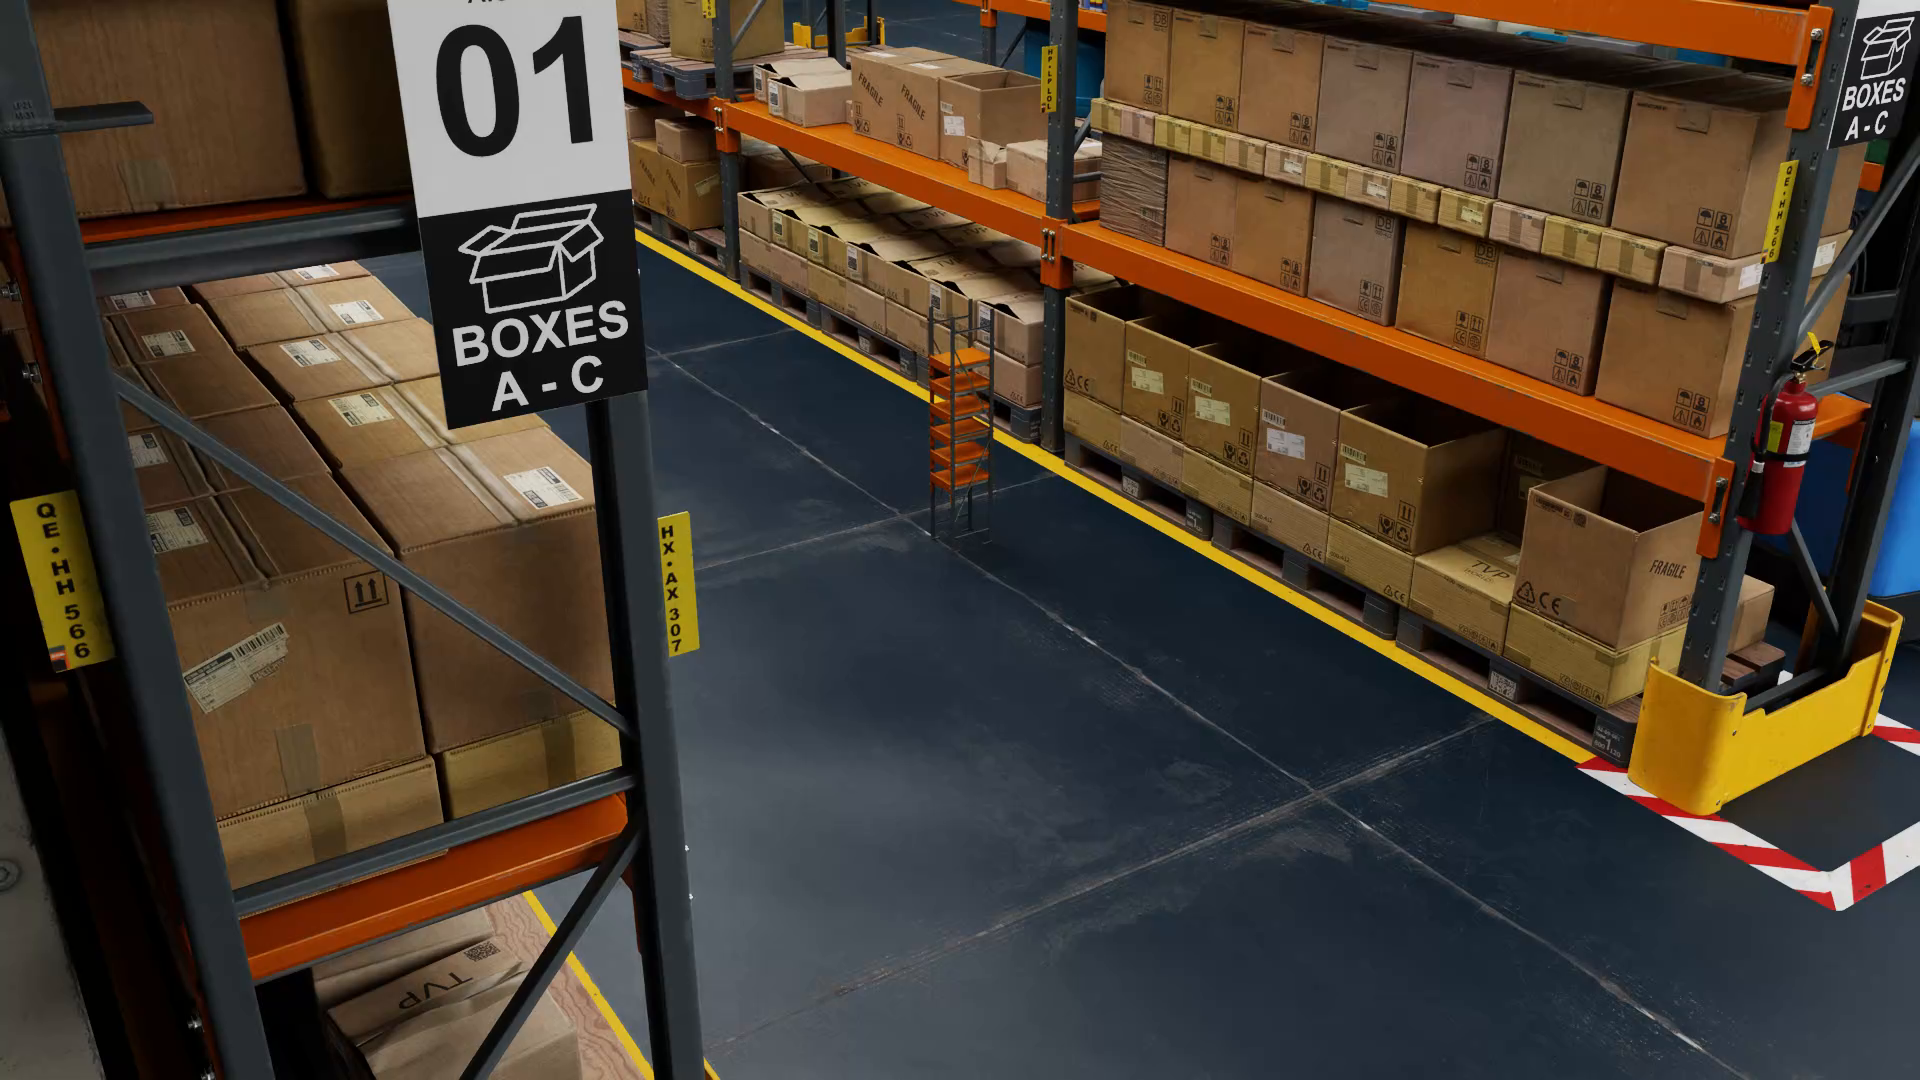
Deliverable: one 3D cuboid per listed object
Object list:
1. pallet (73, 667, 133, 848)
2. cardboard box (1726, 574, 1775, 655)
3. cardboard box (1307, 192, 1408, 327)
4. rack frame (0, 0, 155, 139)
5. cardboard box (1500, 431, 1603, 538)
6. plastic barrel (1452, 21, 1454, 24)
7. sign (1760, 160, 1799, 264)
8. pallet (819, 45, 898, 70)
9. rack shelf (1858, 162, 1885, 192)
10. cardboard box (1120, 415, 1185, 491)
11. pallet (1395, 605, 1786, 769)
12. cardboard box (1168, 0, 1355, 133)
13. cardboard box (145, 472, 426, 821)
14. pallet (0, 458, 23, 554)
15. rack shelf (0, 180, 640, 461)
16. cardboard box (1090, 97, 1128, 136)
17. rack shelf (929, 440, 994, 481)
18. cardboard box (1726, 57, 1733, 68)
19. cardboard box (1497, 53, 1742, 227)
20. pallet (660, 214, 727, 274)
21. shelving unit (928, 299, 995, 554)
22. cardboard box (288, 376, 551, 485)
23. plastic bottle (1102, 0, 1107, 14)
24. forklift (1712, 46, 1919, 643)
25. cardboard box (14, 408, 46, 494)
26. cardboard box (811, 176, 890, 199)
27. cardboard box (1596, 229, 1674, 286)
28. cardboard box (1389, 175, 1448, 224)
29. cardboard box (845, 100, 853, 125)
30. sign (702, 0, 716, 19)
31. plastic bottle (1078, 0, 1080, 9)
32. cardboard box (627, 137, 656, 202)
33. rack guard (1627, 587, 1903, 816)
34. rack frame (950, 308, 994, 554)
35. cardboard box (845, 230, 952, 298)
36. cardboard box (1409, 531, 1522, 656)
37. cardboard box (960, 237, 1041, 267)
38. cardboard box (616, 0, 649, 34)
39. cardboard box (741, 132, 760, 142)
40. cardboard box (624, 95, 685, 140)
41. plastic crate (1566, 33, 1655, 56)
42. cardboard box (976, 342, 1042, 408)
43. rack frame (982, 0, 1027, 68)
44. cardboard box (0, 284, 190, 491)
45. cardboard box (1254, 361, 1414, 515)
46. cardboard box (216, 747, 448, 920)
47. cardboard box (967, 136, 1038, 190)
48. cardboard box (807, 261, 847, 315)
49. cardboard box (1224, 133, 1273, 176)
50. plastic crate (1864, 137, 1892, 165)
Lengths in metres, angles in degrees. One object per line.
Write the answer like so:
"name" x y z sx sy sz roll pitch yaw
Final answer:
"pallet" -2.849 0.679 6.564 1.003 0.211 1.213 -16 29 -30
"cardboard box" 2.980 0.271 6.891 0.500 0.250 0.500 -16 29 -30
"cardboard box" 1.995 -1.307 7.388 0.700 0.500 0.500 -15 29 -28
"rack frame" -1.062 -2.096 2.149 1.000 3.000 0.127 -16 29 -30
"cardboard box" 2.705 -0.247 7.109 0.500 0.500 0.500 -16 29 -30
"plastic barrel" 3.842 -4.135 13.365 0.421 0.512 0.421 0 25 0
"sign" 2.624 -1.048 5.323 0.100 0.325 0.005 -16 29 -30
"pallet" -1.078 -5.850 20.394 1.003 0.211 1.213 -16 29 -30
"rack shelf" 6.147 -2.082 9.989 1.077 0.370 4.000 -16 29 -30
"cardboard box" 1.171 -0.500 8.523 0.500 0.250 0.500 -16 29 -30
"pallet" 2.634 0.458 7.032 1.003 0.211 1.213 -16 29 -30
"cardboard box" 1.427 -2.264 7.895 0.700 0.500 0.500 -16 29 -30
"cardboard box" -1.497 0.217 3.549 0.500 0.500 0.500 -16 30 -30
"pallet" -4.342 -0.268 8.570 1.003 0.211 1.213 -16 29 -30
"rack shelf" -2.154 -1.130 4.458 1.077 0.370 4.000 -16 29 -30
"cardboard box" 0.887 -2.167 8.449 0.380 0.149 0.250 -16 29 -30
"rack shelf" 0.008 -0.389 8.053 0.258 0.103 0.180 -16 29 -30
"cardboard box" 7.710 -4.695 16.217 0.500 0.250 0.500 -12 28 -24
"cardboard box" 2.522 -1.546 6.375 0.700 0.500 0.500 -16 30 -31
"pallet" -1.657 -2.415 13.119 1.003 0.211 1.213 -16 29 -30
"shelving unit" 0.008 -0.537 7.983 0.258 1.200 0.189 -16 29 -30
"cardboard box" -1.332 -0.083 4.187 0.500 0.500 0.500 -15 29 -29
"plastic bottle" 1.444 -5.166 15.736 0.144 0.351 0.185 -16 29 -30
"forklift" 3.828 -1.470 7.931 1.130 2.935 3.031 -8 27 -17
"cardboard box" -2.879 -0.359 5.648 0.500 0.250 0.500 -17 30 -31
"cardboard box" -0.789 -2.470 12.041 0.500 0.311 0.500 -15 29 -28
"cardboard box" 2.574 -1.063 6.111 0.380 0.149 0.250 -15 29 -28
"cardboard box" 2.010 -1.432 6.894 0.380 0.149 0.250 -15 29 -28
"cardboard box" -0.537 -2.844 11.054 0.380 0.149 0.250 -13 28 -26
"sign" -1.730 -3.758 11.434 0.100 0.325 0.005 -16 29 -30
"plastic bottle" 1.167 -5.261 16.113 0.097 0.201 0.097 0 25 0
"cardboard box" -2.562 -3.120 13.758 0.500 0.500 0.500 -17 30 -31
"rack guard" 3.100 0.600 6.393 1.175 0.500 0.348 -16 29 -30
"rack frame" 0.058 -0.505 7.914 0.240 1.200 0.006 -16 29 -30
"cardboard box" -0.389 -1.792 10.604 0.500 0.311 0.500 -16 30 -30
"cardboard box" 2.263 0.216 7.008 0.500 0.250 0.500 -16 29 -30
"cardboard box" 0.333 -1.741 10.496 0.500 0.311 0.500 -17 30 -31
"cardboard box" -2.448 -4.449 13.551 0.500 0.500 0.700 21 33 37
"cardboard box" -1.850 -3.065 13.641 0.500 0.500 0.500 -16 30 -30
"cardboard box" -2.584 -3.472 13.625 0.500 0.250 0.500 -16 30 -31
"plastic crate" 4.534 -3.253 11.553 0.402 0.464 0.583 -16 29 -30
"cardboard box" 0.434 -0.997 9.577 0.500 0.250 0.500 -16 30 -30
"rack frame" 0.688 -5.984 17.412 1.000 3.000 0.127 -16 29 -30
"cardboard box" -2.617 -0.512 5.095 0.500 0.500 0.500 -15 29 -28
"cardboard box" 1.714 -0.480 7.604 0.500 0.500 0.500 -16 29 -30
"cardboard box" -1.480 0.554 3.716 0.500 0.250 0.500 -15 29 -29
"cardboard box" 0.269 -2.180 9.513 0.396 0.266 0.258 -16 30 -31
"cardboard box" -0.677 -1.727 11.123 0.500 0.250 0.500 -16 30 -31
"cardboard box" 1.446 -1.802 7.676 0.380 0.149 0.250 -17 30 -31
"plastic crate" 5.560 -2.475 10.228 0.450 0.188 0.662 -16 29 -30
